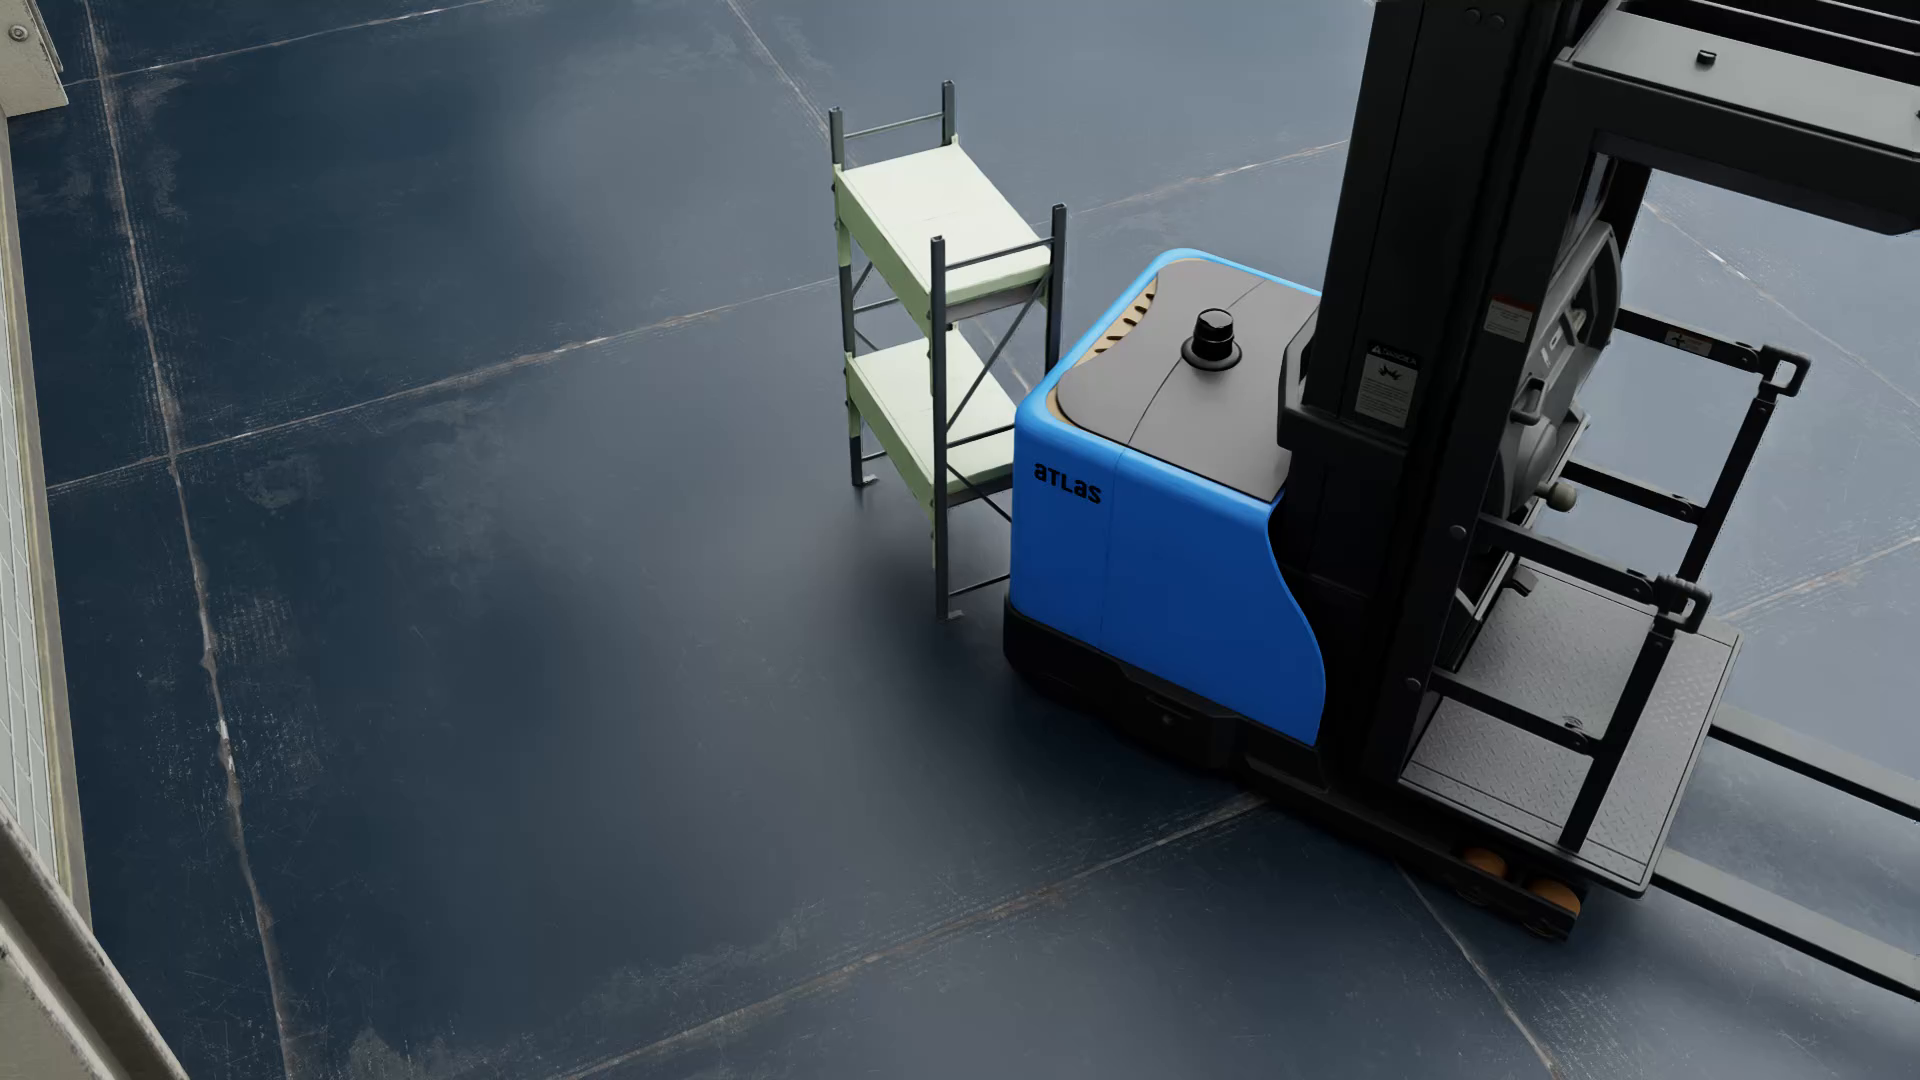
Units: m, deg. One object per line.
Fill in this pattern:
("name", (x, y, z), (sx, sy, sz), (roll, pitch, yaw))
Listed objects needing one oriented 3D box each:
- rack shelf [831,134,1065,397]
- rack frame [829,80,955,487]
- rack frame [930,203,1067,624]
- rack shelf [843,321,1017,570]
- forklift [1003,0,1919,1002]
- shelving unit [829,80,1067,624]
("rack shelf", (-0.047, -0.835, 4.973), (0.431, 0.370, 0.720), (-18, 47, -17))
("rack frame", (-0.201, -0.791, 5.483), (0.400, 1.500, 0.023), (-18, 47, -17))
("rack frame", (0.107, -0.324, 5.011), (0.400, 1.500, 0.023), (-18, 47, -17))
("rack shelf", (-0.047, -0.325, 5.476), (0.431, 0.370, 0.720), (-18, 47, -17))
("forklift", (1.657, -0.371, 4.039), (3.031, 2.935, 1.130), (24, 49, 22))
("shelving unit", (-0.047, -0.557, 5.247), (0.431, 1.500, 0.755), (-18, 47, -17))
